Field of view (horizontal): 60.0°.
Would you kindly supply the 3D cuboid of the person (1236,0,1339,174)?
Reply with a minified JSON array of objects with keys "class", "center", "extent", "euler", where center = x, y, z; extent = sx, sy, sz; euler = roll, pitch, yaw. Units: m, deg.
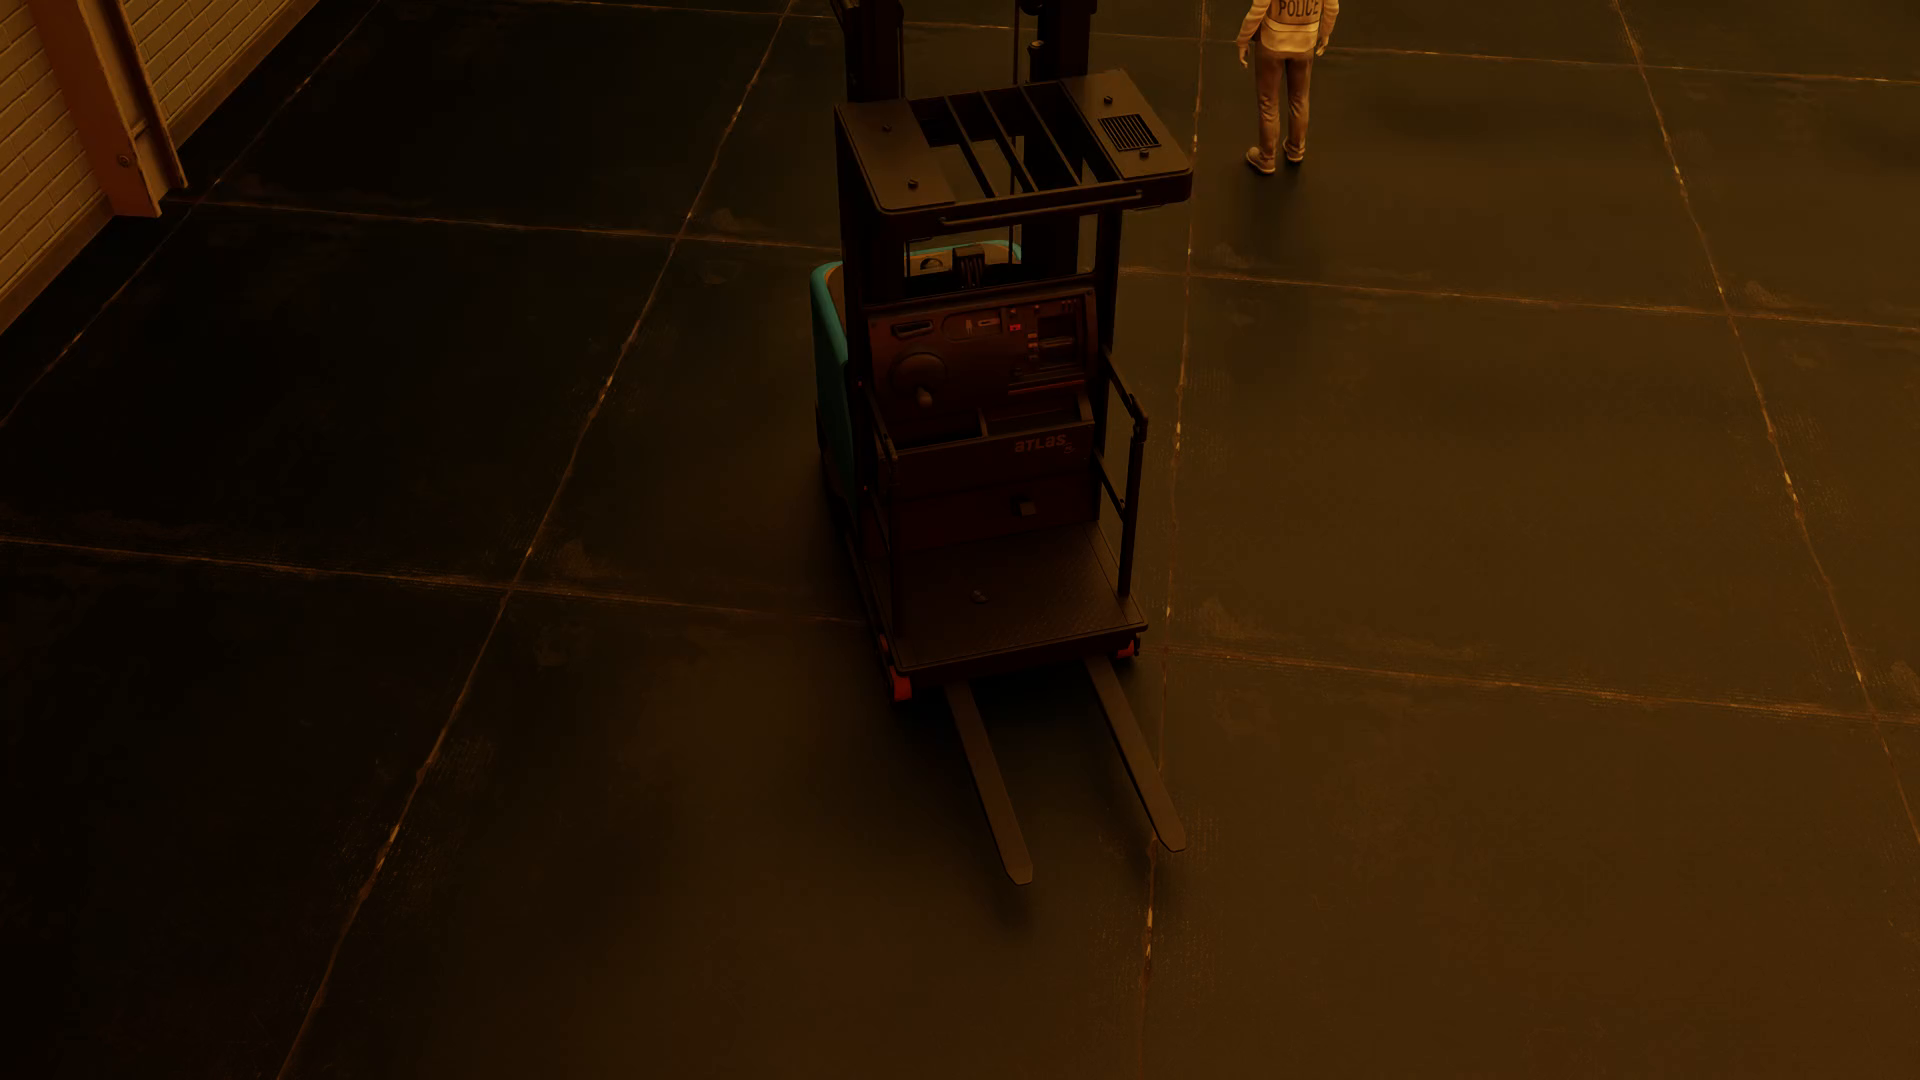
[{"class":"person","center":[1.914,-2.977,9.868],"extent":[0.587,1.694,0.531],"euler":[-5,43,-6]}]

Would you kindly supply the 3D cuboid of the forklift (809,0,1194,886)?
[{"class":"forklift","center":[0.153,-0.681,6.465],"extent":[1.130,2.935,3.031],"euler":[-10,44,-11]}]
